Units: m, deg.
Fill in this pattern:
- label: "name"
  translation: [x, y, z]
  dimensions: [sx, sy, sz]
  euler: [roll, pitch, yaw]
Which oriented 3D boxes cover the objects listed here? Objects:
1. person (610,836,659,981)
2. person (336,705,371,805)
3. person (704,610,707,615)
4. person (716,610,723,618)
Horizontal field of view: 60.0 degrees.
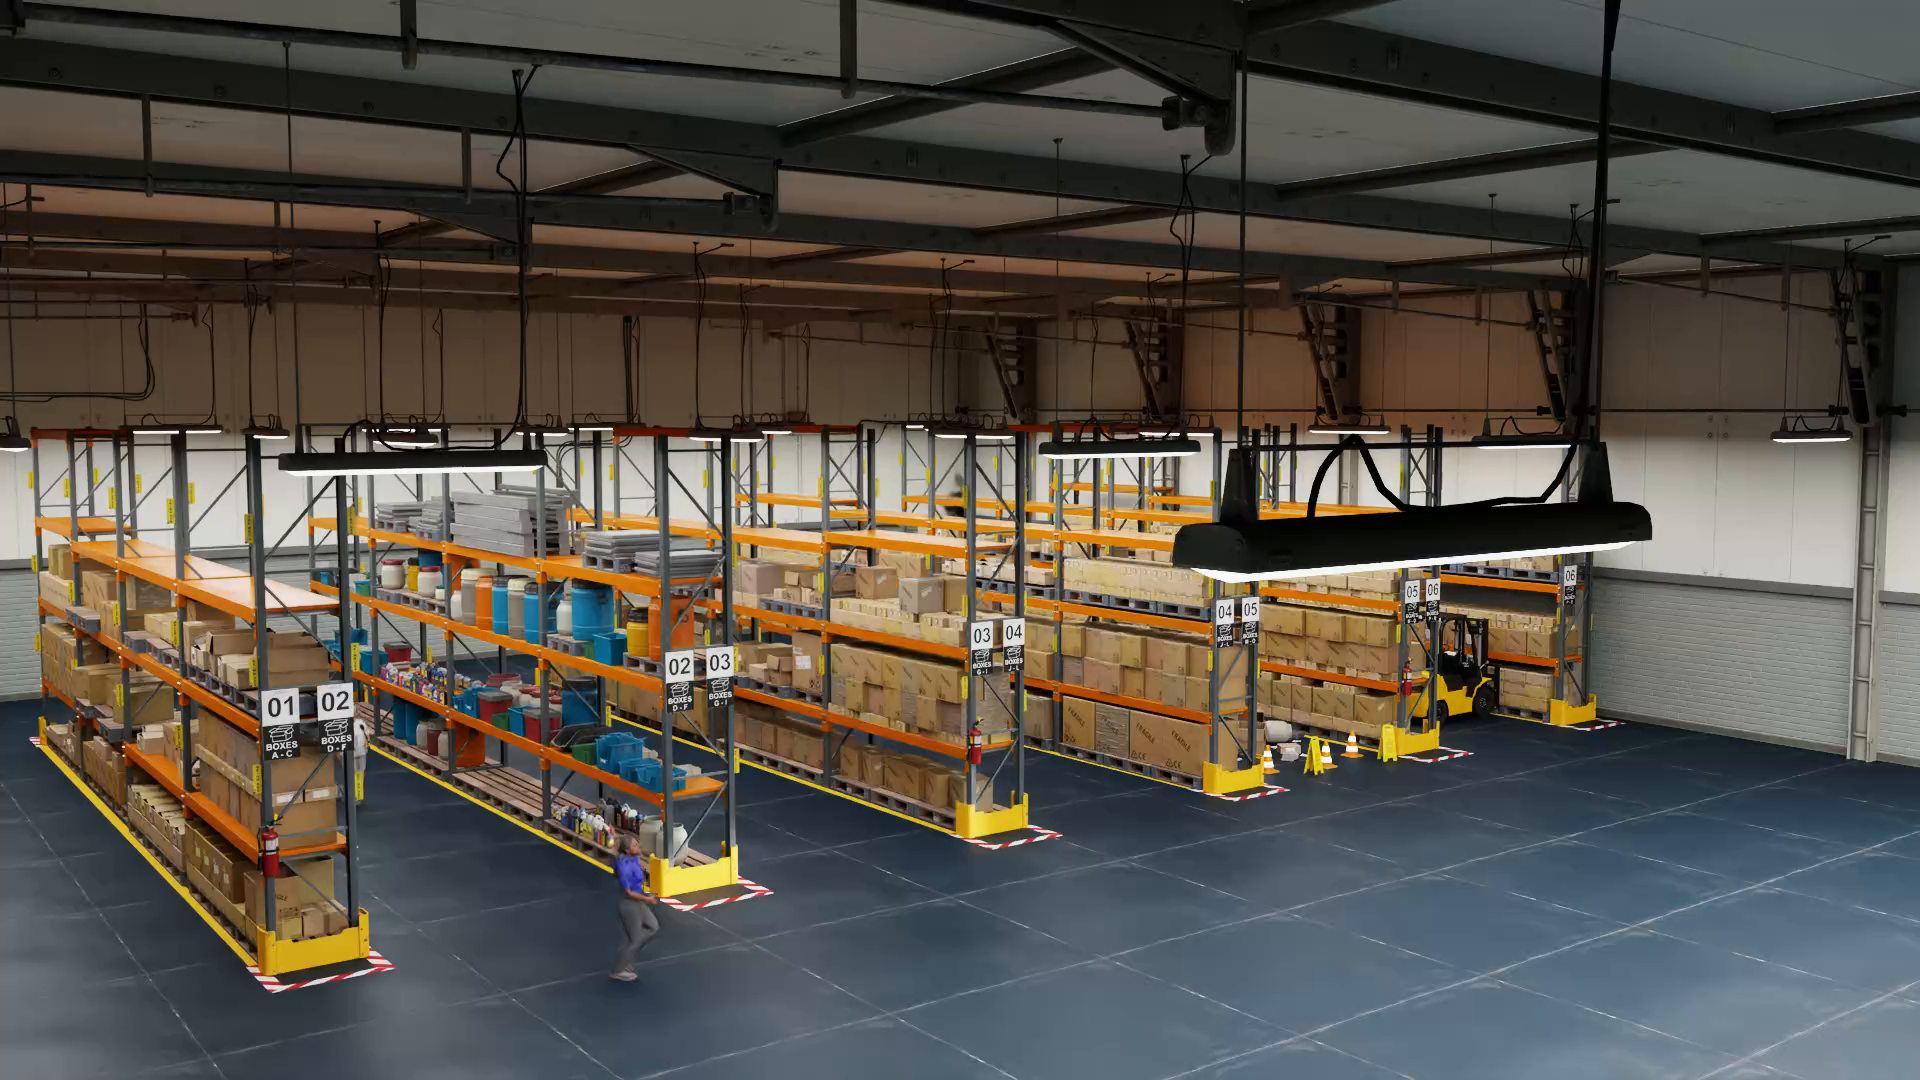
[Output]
- label: "person"
  translation: [-3.623, 4.078, 18.490]
  dimensions: [0.552, 1.604, 0.590]
  euler: [-1, 5, -8]
- label: "person"
  translation: [-9.654, 3.436, 26.507]
  dimensions: [0.556, 1.620, 0.606]
  euler: [4, 6, 45]
- label: "person"
  translation: [-6.198, 2.295, 41.117]
  dimensions: [0.808, 1.627, 0.602]
  euler: [4, 6, 39]
- label: "person"
  translation: [-5.636, 2.465, 38.436]
  dimensions: [0.732, 1.706, 0.549]
  euler: [-3, 6, -37]
